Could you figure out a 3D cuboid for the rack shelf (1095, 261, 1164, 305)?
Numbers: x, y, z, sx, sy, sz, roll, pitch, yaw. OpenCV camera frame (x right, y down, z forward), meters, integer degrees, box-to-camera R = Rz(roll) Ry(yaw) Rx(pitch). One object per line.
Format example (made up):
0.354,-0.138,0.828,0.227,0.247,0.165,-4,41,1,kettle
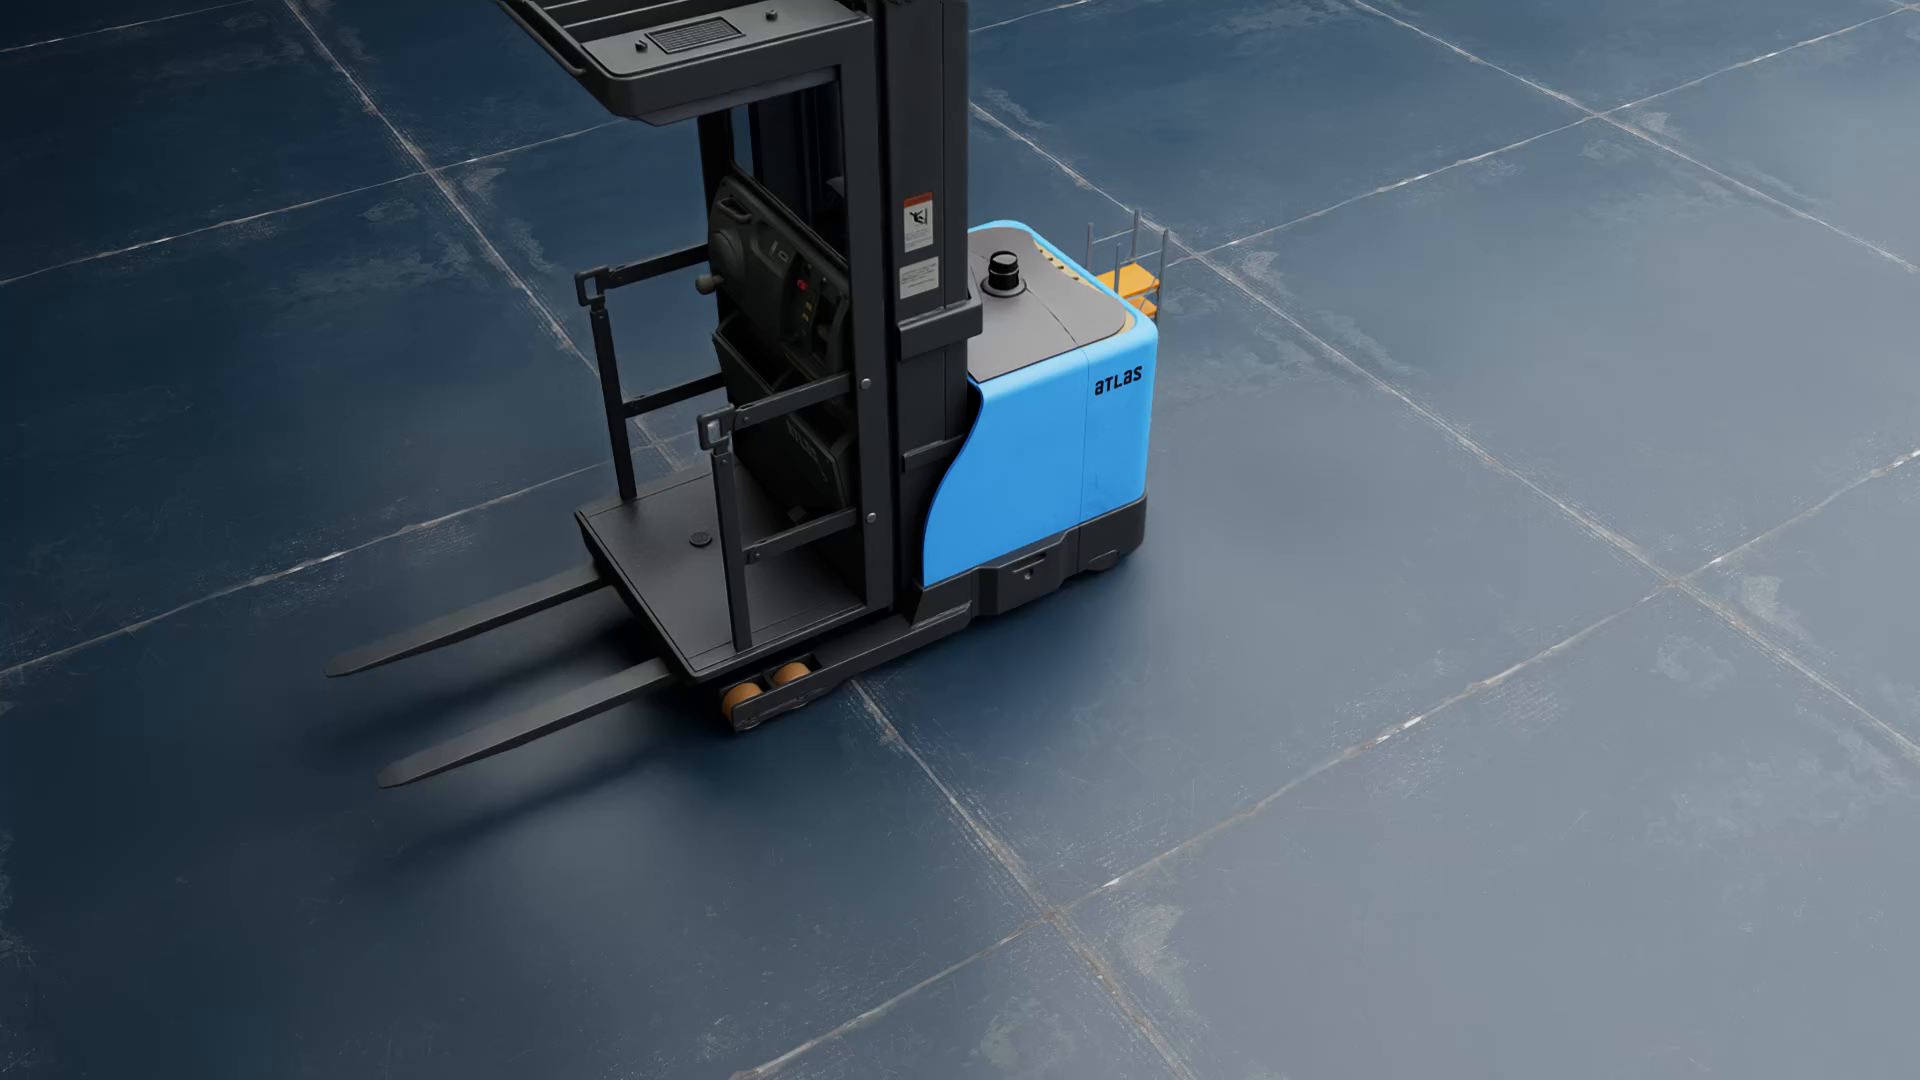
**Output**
0.637,-0.971,6.483,0.258,0.103,0.180,-22,44,-24,rack shelf

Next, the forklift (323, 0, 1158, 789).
-0.787,-0.838,5.467,3.031,2.935,1.130,-22,44,-24,forklift

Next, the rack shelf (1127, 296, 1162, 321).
0.637,-0.878,6.560,0.258,0.103,0.180,-22,44,-24,rack shelf

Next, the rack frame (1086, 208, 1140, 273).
0.587,-0.777,6.744,0.240,1.200,0.006,-22,44,-24,rack frame

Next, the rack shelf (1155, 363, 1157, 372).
0.635,-0.693,6.713,0.258,0.103,0.180,-22,44,-24,rack shelf

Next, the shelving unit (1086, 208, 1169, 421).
0.636,-0.728,6.685,0.258,1.200,0.189,-22,44,-24,shelving unit

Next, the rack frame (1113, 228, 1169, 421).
0.684,-0.678,6.625,0.240,1.200,0.006,-22,44,-24,rack frame
